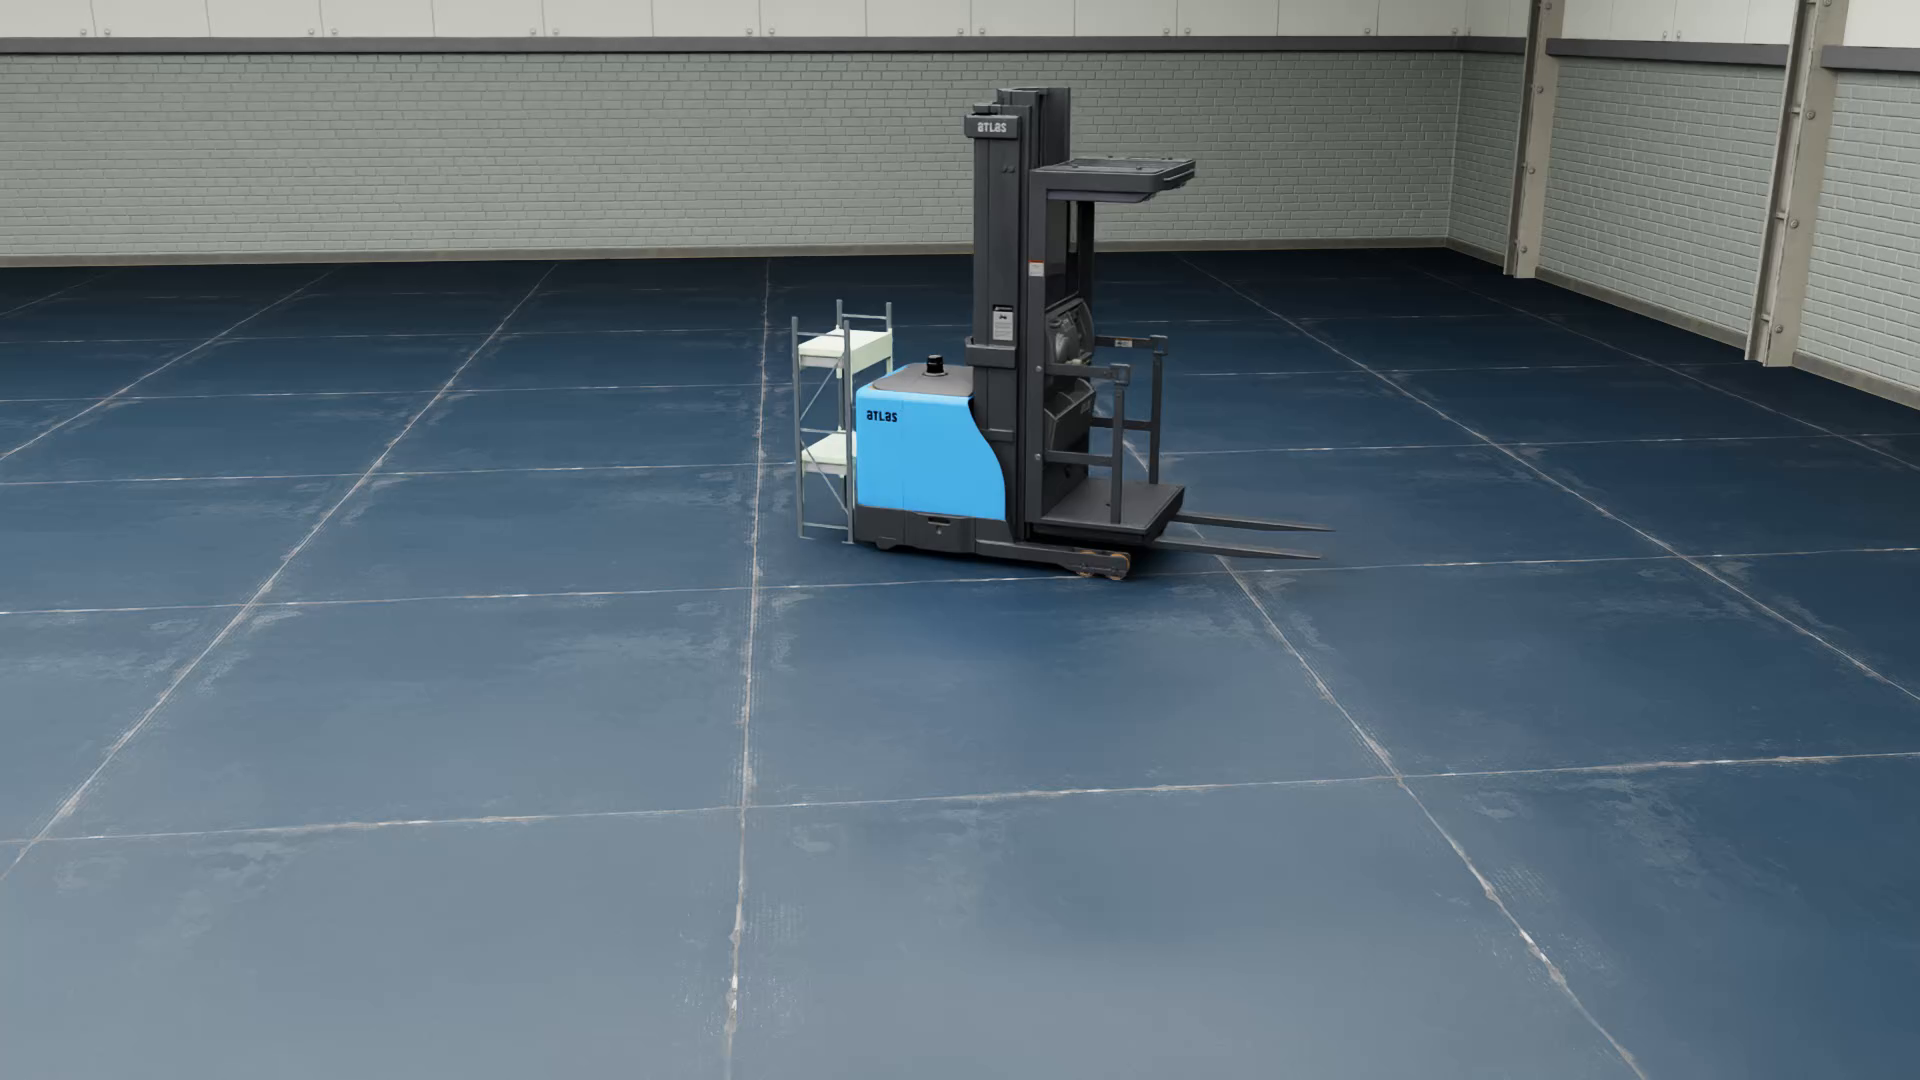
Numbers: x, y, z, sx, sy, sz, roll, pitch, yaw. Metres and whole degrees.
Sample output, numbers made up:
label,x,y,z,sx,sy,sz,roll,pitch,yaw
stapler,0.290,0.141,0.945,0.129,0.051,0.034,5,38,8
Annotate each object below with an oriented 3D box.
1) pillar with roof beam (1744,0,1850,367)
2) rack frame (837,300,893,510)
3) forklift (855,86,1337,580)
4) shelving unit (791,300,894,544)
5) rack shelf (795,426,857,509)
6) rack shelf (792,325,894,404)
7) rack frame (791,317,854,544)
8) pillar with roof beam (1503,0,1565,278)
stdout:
label,x,y,z,sx,sy,sz,roll,pitch,yaw
pillar with roof beam,3.957,-5.968,15.163,9.100,9.000,0.400,-2,18,-6
rack frame,-0.655,-0.916,11.591,0.400,1.500,0.023,6,18,19
forklift,0.884,-1.326,10.507,3.031,2.935,1.130,6,18,19
shelving unit,-0.777,-0.813,11.262,0.431,1.500,0.755,6,18,19
rack shelf,-0.777,-0.502,11.360,0.431,0.370,0.720,6,18,19
rack shelf,-0.777,-1.185,11.145,0.431,0.370,0.720,6,18,19
rack frame,-0.899,-0.709,10.933,0.400,1.500,0.023,6,18,19
pillar with roof beam,3.338,-7.756,20.857,9.100,9.000,0.400,-2,18,-6
